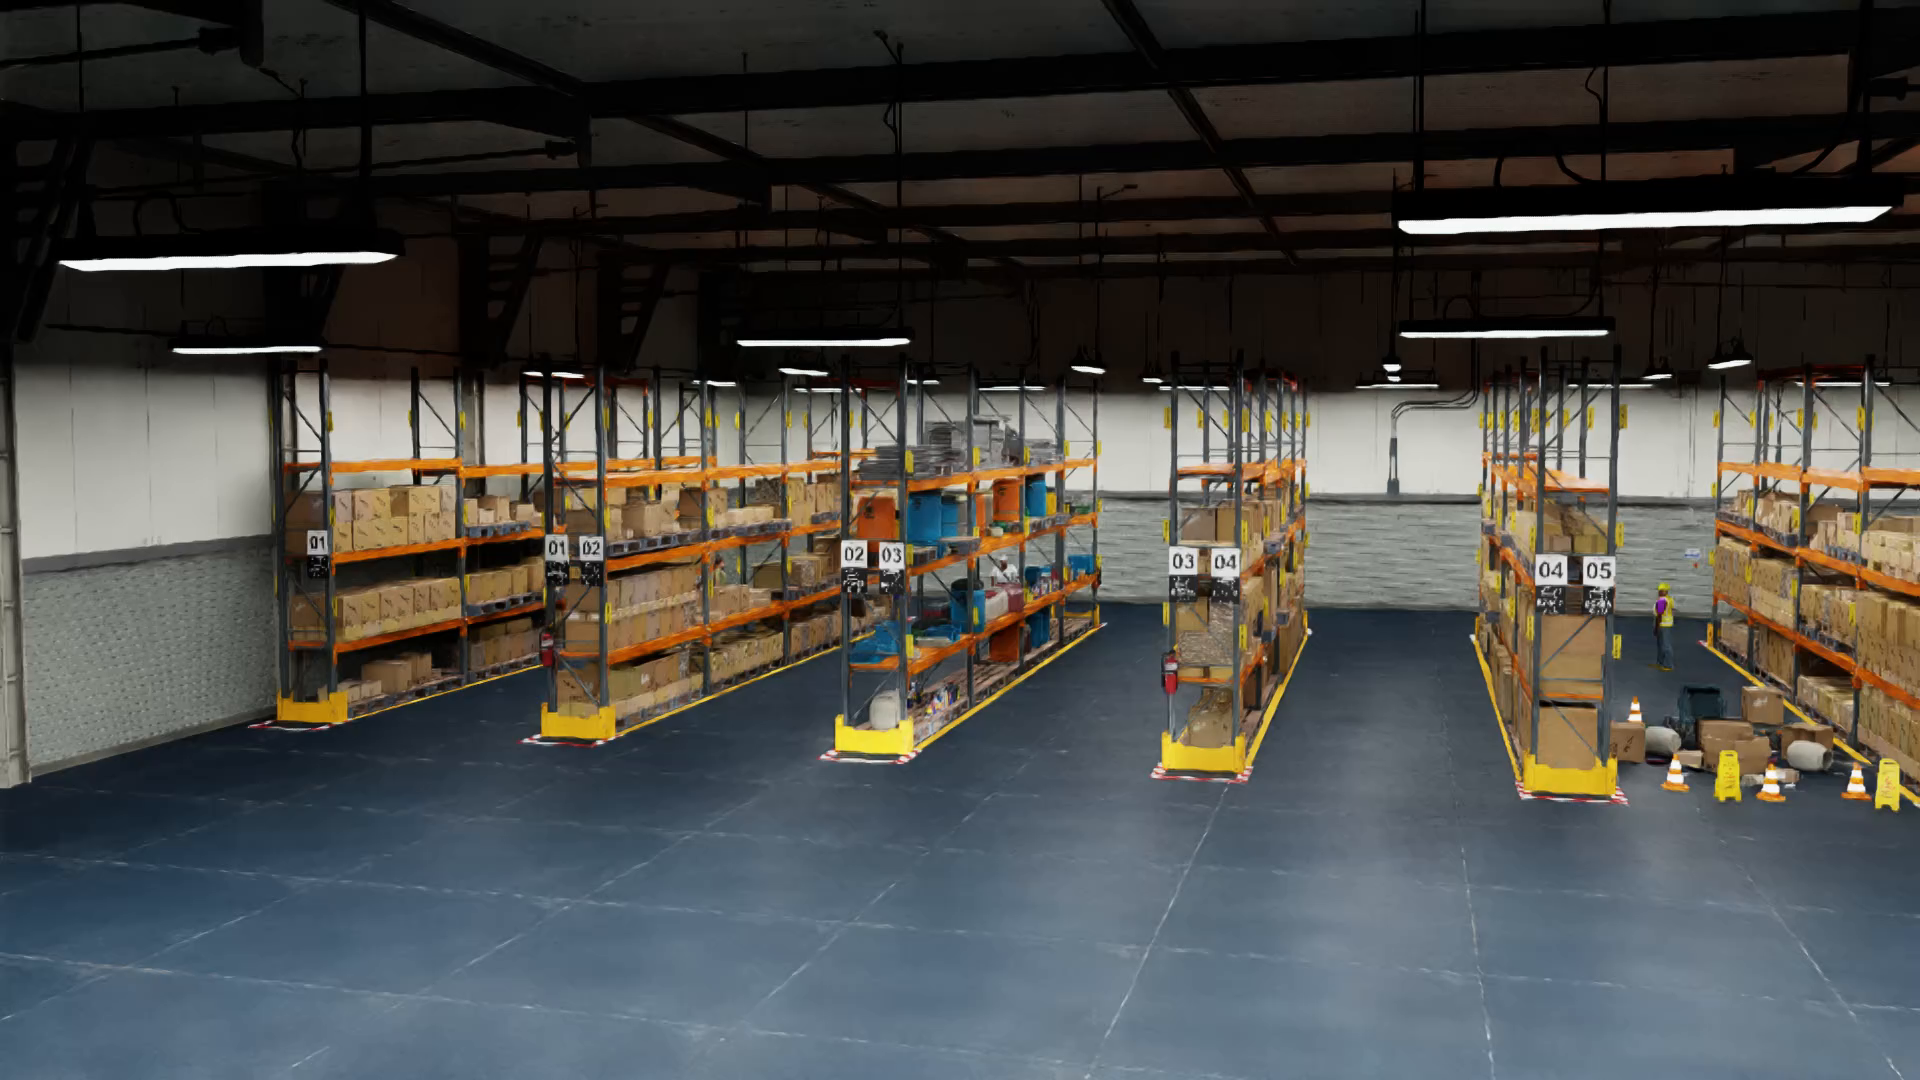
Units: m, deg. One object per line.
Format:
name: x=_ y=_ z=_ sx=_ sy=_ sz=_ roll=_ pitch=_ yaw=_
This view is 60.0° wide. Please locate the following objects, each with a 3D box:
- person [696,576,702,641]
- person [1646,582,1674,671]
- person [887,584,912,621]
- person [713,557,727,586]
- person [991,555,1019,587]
person: x=-5.714 y=1.570 z=36.462 sx=0.456 sy=1.589 sz=1.088 roll=1 pitch=4 yaw=17
person: x=14.040 y=1.715 z=33.282 sx=0.587 sy=1.763 sz=0.677 roll=3 pitch=5 yaw=36
person: x=-1.396 y=1.448 z=38.406 sx=0.592 sy=1.604 sz=0.518 roll=1 pitch=4 yaw=11
person: x=-5.806 y=1.243 z=40.381 sx=0.385 sy=1.678 sz=0.590 roll=0 pitch=4 yaw=6
person: x=1.093 y=1.205 z=41.027 sx=0.719 sy=1.714 sz=0.578 roll=1 pitch=4 yaw=13
